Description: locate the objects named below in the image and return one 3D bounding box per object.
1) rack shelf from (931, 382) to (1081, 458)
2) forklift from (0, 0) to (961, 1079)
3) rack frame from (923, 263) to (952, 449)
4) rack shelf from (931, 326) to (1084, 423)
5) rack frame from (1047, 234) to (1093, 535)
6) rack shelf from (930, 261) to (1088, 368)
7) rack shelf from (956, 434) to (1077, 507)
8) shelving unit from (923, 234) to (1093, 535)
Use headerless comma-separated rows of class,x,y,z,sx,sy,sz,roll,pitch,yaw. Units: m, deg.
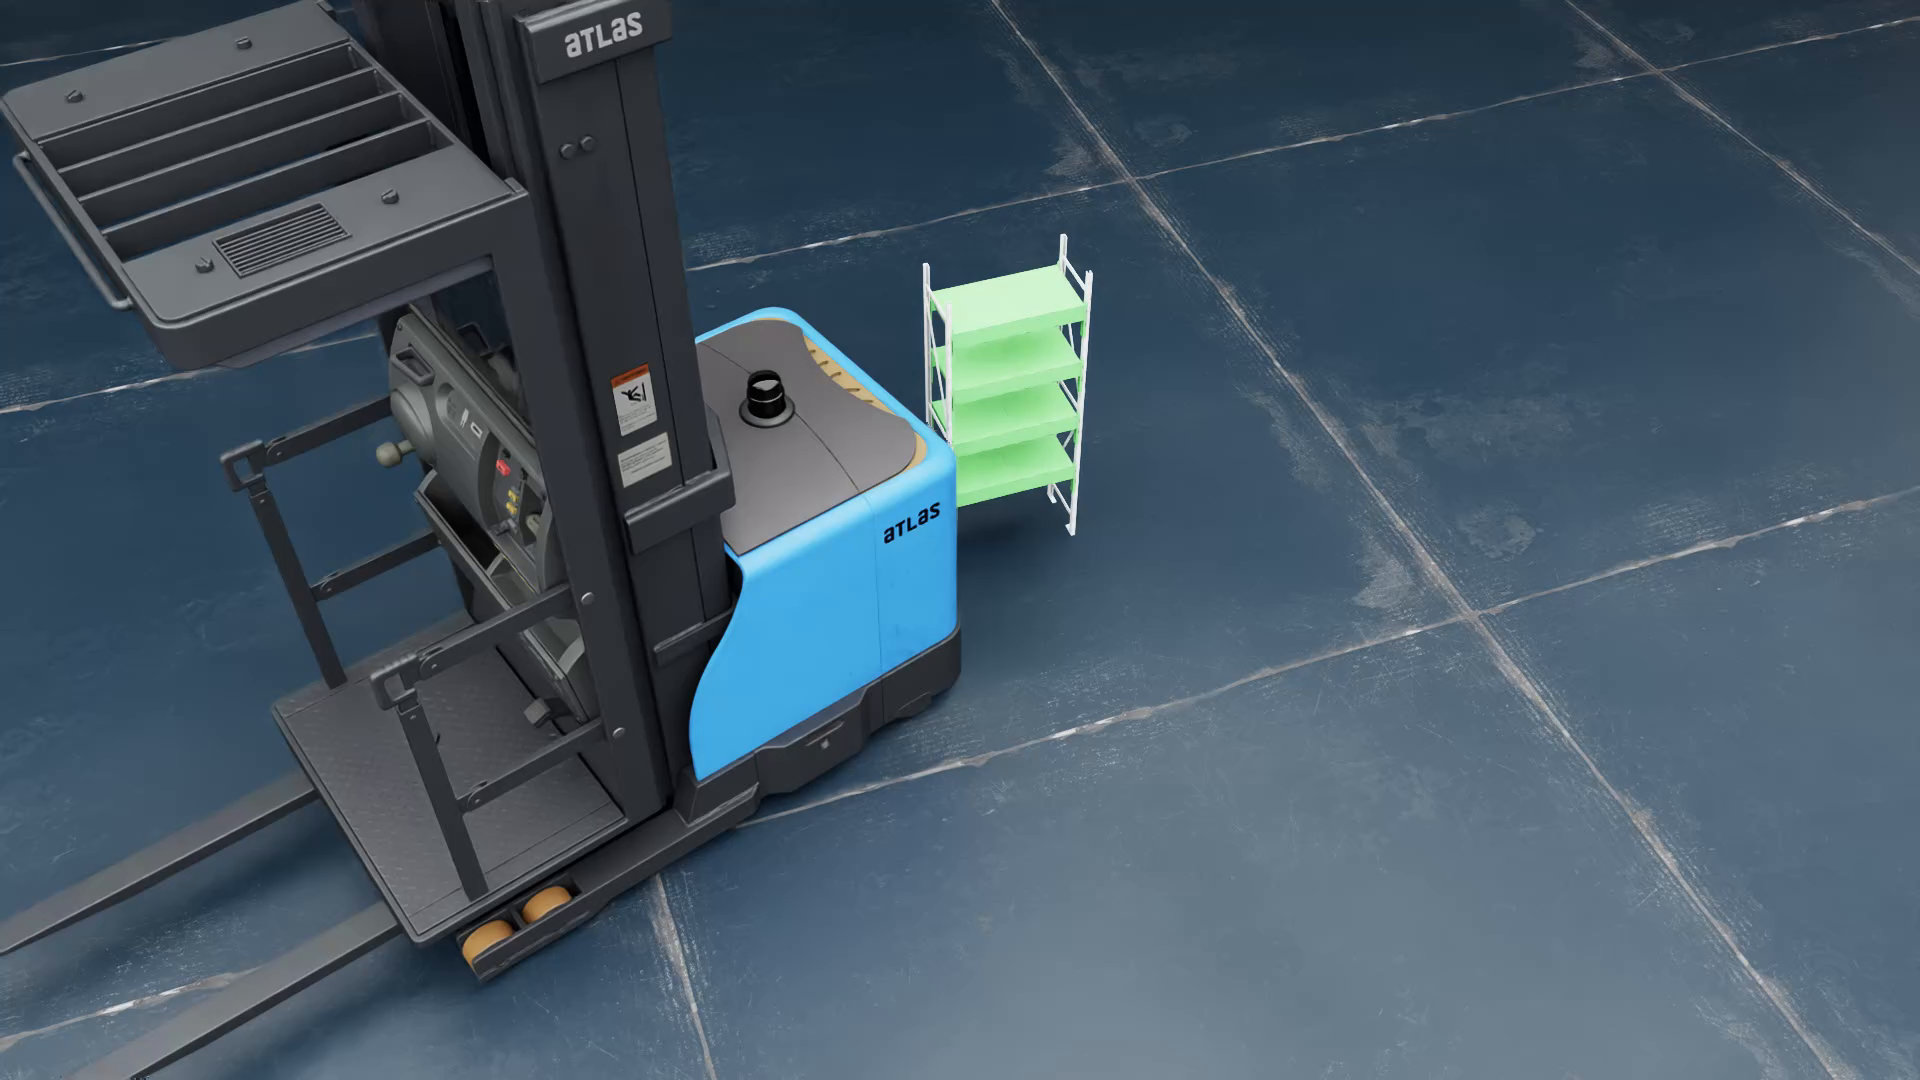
rack shelf,0.156,-0.418,5.910,0.480,0.148,0.258,-14,47,-14
forklift,-1.470,-0.166,4.347,3.031,2.935,1.130,-29,52,-26
rack frame,-0.074,-0.405,5.806,0.015,1.200,0.240,-14,47,-14
rack shelf,0.156,-0.588,5.740,0.480,0.148,0.258,-14,47,-14
rack frame,0.385,-0.522,5.923,0.015,1.200,0.240,-14,47,-14
rack shelf,0.156,-0.757,5.570,0.480,0.148,0.258,-14,47,-14
rack shelf,0.156,-0.249,6.080,0.480,0.148,0.258,-14,47,-14
shelving unit,0.156,-0.463,5.865,0.503,1.200,0.258,-14,47,-14
